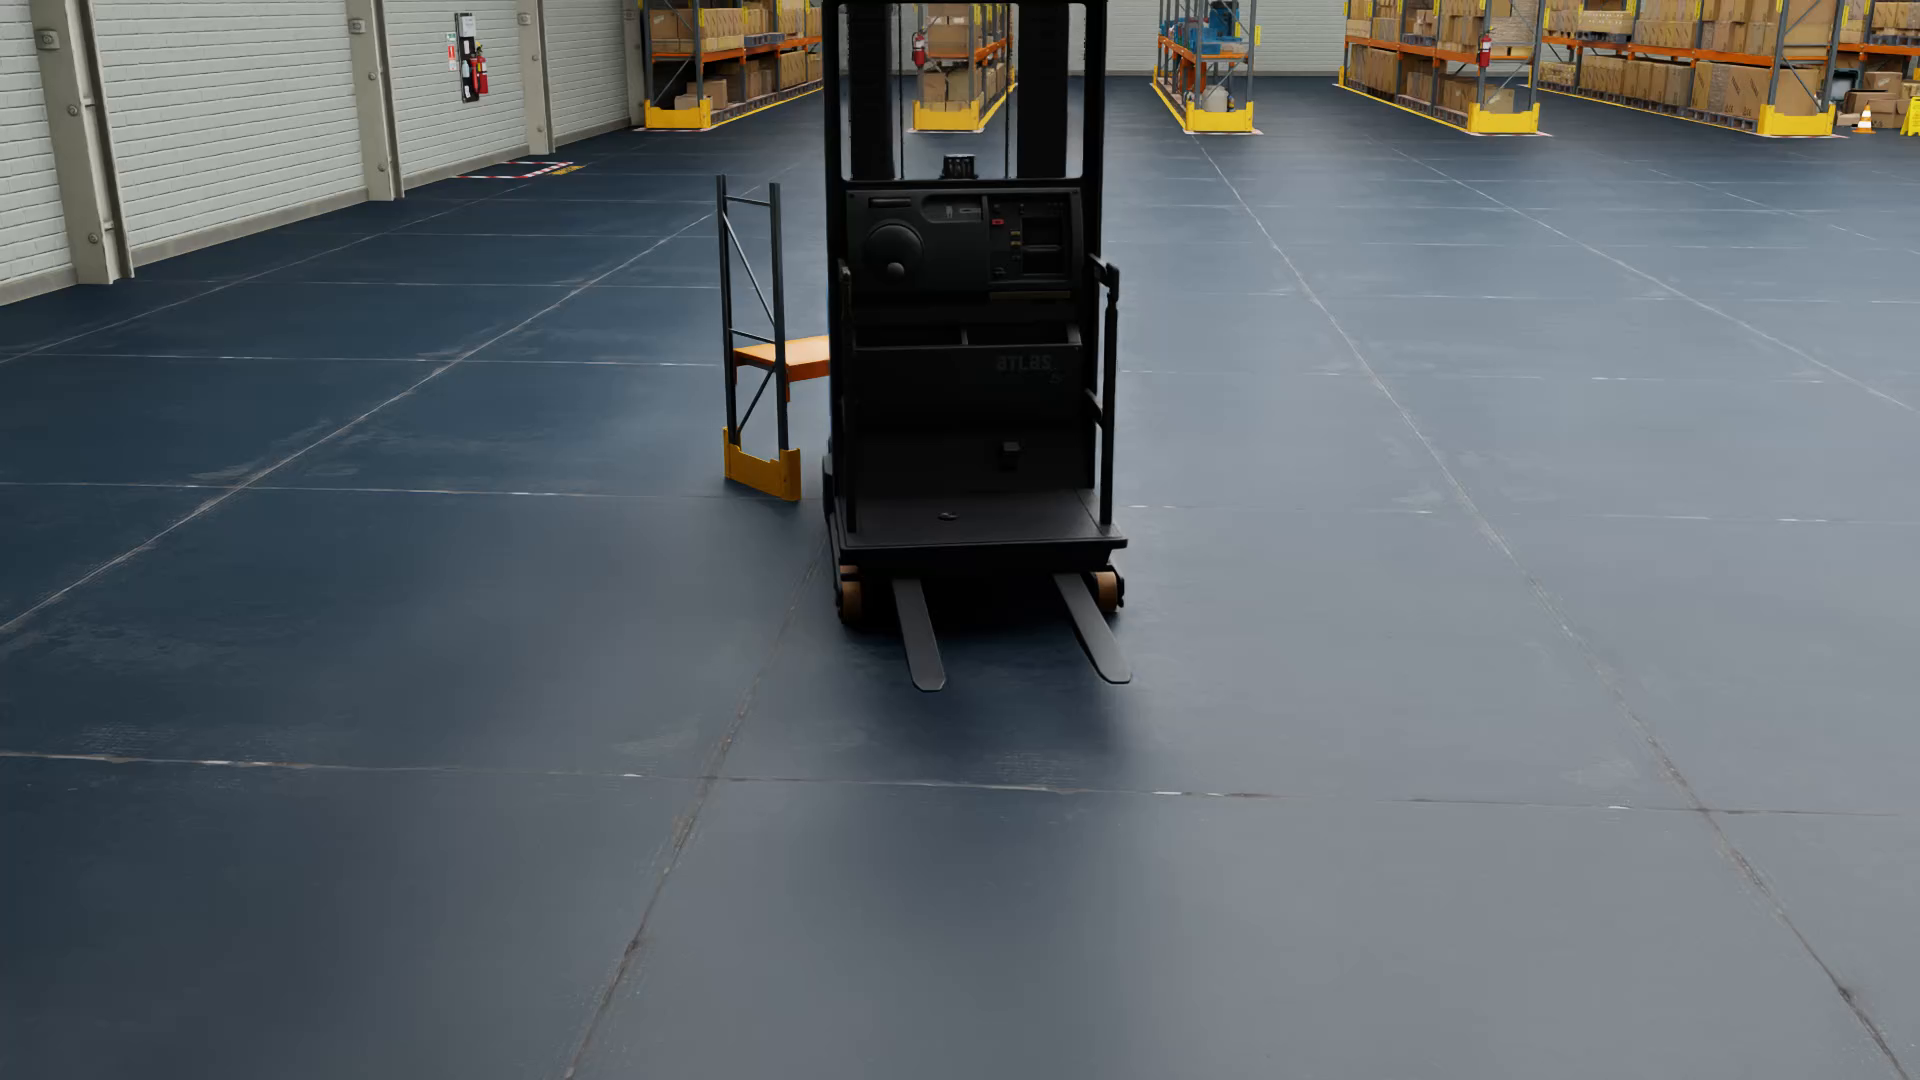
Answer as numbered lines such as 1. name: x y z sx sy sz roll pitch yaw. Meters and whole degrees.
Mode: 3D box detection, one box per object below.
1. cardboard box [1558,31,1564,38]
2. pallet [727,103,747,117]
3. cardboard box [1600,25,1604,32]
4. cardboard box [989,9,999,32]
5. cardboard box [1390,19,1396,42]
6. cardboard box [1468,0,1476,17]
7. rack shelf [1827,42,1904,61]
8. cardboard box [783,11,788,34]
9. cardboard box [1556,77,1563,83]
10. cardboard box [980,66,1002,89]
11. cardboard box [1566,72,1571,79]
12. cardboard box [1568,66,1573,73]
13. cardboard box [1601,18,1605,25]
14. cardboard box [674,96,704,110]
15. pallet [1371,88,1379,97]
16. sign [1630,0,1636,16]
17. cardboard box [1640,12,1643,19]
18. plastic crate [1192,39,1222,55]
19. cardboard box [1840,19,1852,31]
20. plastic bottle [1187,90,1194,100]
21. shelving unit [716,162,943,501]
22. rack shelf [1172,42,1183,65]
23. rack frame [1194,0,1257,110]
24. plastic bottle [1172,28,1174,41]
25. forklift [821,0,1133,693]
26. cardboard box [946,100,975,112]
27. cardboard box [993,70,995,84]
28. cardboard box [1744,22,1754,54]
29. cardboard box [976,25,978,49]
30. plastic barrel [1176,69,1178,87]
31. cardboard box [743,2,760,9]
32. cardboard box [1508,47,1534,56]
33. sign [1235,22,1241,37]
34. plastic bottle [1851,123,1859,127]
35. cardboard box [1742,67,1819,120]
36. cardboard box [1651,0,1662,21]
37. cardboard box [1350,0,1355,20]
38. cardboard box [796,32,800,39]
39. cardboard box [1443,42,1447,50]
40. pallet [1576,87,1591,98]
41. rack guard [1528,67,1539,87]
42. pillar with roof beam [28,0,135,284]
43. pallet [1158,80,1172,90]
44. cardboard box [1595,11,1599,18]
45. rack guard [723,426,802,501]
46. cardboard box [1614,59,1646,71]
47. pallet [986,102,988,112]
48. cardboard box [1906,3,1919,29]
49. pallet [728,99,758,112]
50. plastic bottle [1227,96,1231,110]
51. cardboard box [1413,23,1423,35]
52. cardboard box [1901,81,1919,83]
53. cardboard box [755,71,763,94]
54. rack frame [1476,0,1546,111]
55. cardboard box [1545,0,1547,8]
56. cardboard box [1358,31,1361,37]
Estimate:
1. cardboard box: 15.259 -12.710 41.799 0.380 0.149 0.250 2 18 5
2. pallet: -4.917 -8.703 33.645 1.003 0.211 1.213 1 18 4
3. cardboard box: 14.819 -11.648 37.884 0.380 0.149 0.250 2 18 6
4. cardboard box: 0.513 -12.096 38.685 0.700 0.500 0.500 5 19 14
5. cardboard box: 10.034 -11.509 37.570 0.500 0.500 0.500 1 18 3
6. cardboard box: 9.454 -9.660 29.841 0.500 0.500 0.500 1 18 4
7. rack shelf: 20.232 -11.207 37.962 1.077 0.370 4.000 1 18 4
8. cardboard box: -4.280 -11.986 38.515 0.500 0.500 0.500 2 18 6
9. cardboard box: 15.194 -11.544 41.741 0.380 0.149 0.250 1 18 4
10. cardboard box: 0.715 -10.845 39.012 0.500 0.500 0.500 1 18 3
11. cardboard box: 15.144 -11.424 40.897 0.380 0.149 0.250 0 18 1
12. cardboard box: 15.176 -11.573 40.873 0.380 0.149 0.250 2 18 5
13. cardboard box: 14.816 -11.792 37.845 0.380 0.149 0.250 2 18 5
14. cardboard box: -5.051 -8.140 31.059 0.500 0.311 0.500 -1 18 -2
15. pallet: 10.511 -10.824 40.118 1.003 0.211 1.213 1 18 4
16. sign: 14.603 -11.528 36.056 0.100 0.325 0.005 1 18 4
17. cardboard box: 15.429 -11.750 37.240 0.380 0.149 0.250 1 18 2
18. plastic crate: 4.428 -8.866 29.902 0.499 0.251 0.616 1 18 4
19. cardboard box: 19.903 -11.409 36.862 0.500 0.250 0.500 1 18 2
20. plastic bottle: 4.448 -8.477 32.024 0.144 0.351 0.185 2 18 6
21. shelving unit: -0.594 -1.074 8.291 1.083 1.500 0.587 -15 23 -38
22. rack shelf: 5.121 -10.296 35.183 1.077 0.370 4.000 1 18 4
23. rack frame: 4.691 -8.774 29.384 1.000 3.000 0.127 1 18 4
24. plastic bottle: 4.950 -11.694 38.481 0.061 0.283 0.133 1 18 4
25. forklift: 0.045 -1.184 6.330 1.130 2.935 3.031 -2 18 -6
26. cardboard box: 0.011 -7.941 30.581 0.500 0.250 0.500 1 18 4
27. cardboard box: 0.501 -10.200 36.577 0.500 0.311 0.500 1 18 3
28. cardboard box: 14.735 -9.052 29.989 0.875 0.550 0.550 1 18 4
29. cardboard box: -0.020 -9.874 32.579 0.700 0.500 0.500 1 18 3
30. plastic barrel: 5.315 -10.957 39.365 0.421 0.512 0.421 0 18 0
31. cardboard box: -4.620 -11.837 36.821 0.380 0.149 0.250 -2 18 -5
32. cardboard box: 9.889 -8.628 29.339 0.380 0.149 0.250 1 18 4
33. sign: 5.525 -10.133 33.084 0.100 0.325 0.005 1 18 4
34. plastic bottle: 16.559 -7.653 30.682 0.133 0.061 0.283 -5 19 -15
35. cardboard box: 14.554 -7.924 29.525 0.875 0.875 0.875 1 18 4
36. cardboard box: 15.067 -11.233 35.120 0.700 0.500 0.500 1 18 3
37. cardboard box: 10.438 -13.761 43.162 0.500 0.500 0.500 1 18 3
38. cardboard box: -4.091 -12.260 40.391 0.380 0.149 0.250 1 18 4
39. cardboard box: 9.581 -9.571 32.219 0.380 0.149 0.250 1 18 4
40. pallet: 15.377 -10.682 39.683 1.003 0.211 1.213 1 18 4
41. rack guard: 15.712 -12.280 44.095 1.175 0.500 0.348 1 18 4
42. pillar with roof beam: -3.000 -6.397 12.493 9.100 9.000 0.400 1 18 4
43. pallet: 5.650 -11.785 43.051 1.003 0.211 1.213 1 18 4
44. cardboard box: 14.853 -12.098 38.300 0.380 0.149 0.250 2 18 6
45. rack guard: -0.976 -0.380 8.183 0.087 0.250 0.587 -15 23 -38
46. cardboard box: 14.932 -10.593 37.069 0.500 0.250 0.500 1 18 3
47. pallet: 0.051 -9.033 34.651 1.003 0.211 1.213 1 18 4
48. cardboard box: 19.721 -10.699 33.944 0.500 0.500 0.500 1 18 2
49. pallet: -4.850 -9.155 35.022 1.003 0.211 1.213 1 18 4
50. plastic bottle: 5.156 -8.350 31.762 0.097 0.271 0.097 0 18 0
51. cardboard box: 9.855 -10.761 35.014 0.500 0.250 0.500 1 18 2
52. cardboard box: 19.994 -9.473 35.063 0.950 0.372 0.625 1 18 3
53. cardboard box: -4.770 -10.119 36.796 0.700 0.500 0.500 1 18 4
54. rack frame: 9.631 -8.664 29.046 1.000 3.000 0.127 1 18 4
55. cardboard box: 15.421 -14.021 43.153 0.500 0.500 0.500 1 18 4
56. cardboard box: 10.278 -12.773 41.989 0.380 0.149 0.250 1 18 3
